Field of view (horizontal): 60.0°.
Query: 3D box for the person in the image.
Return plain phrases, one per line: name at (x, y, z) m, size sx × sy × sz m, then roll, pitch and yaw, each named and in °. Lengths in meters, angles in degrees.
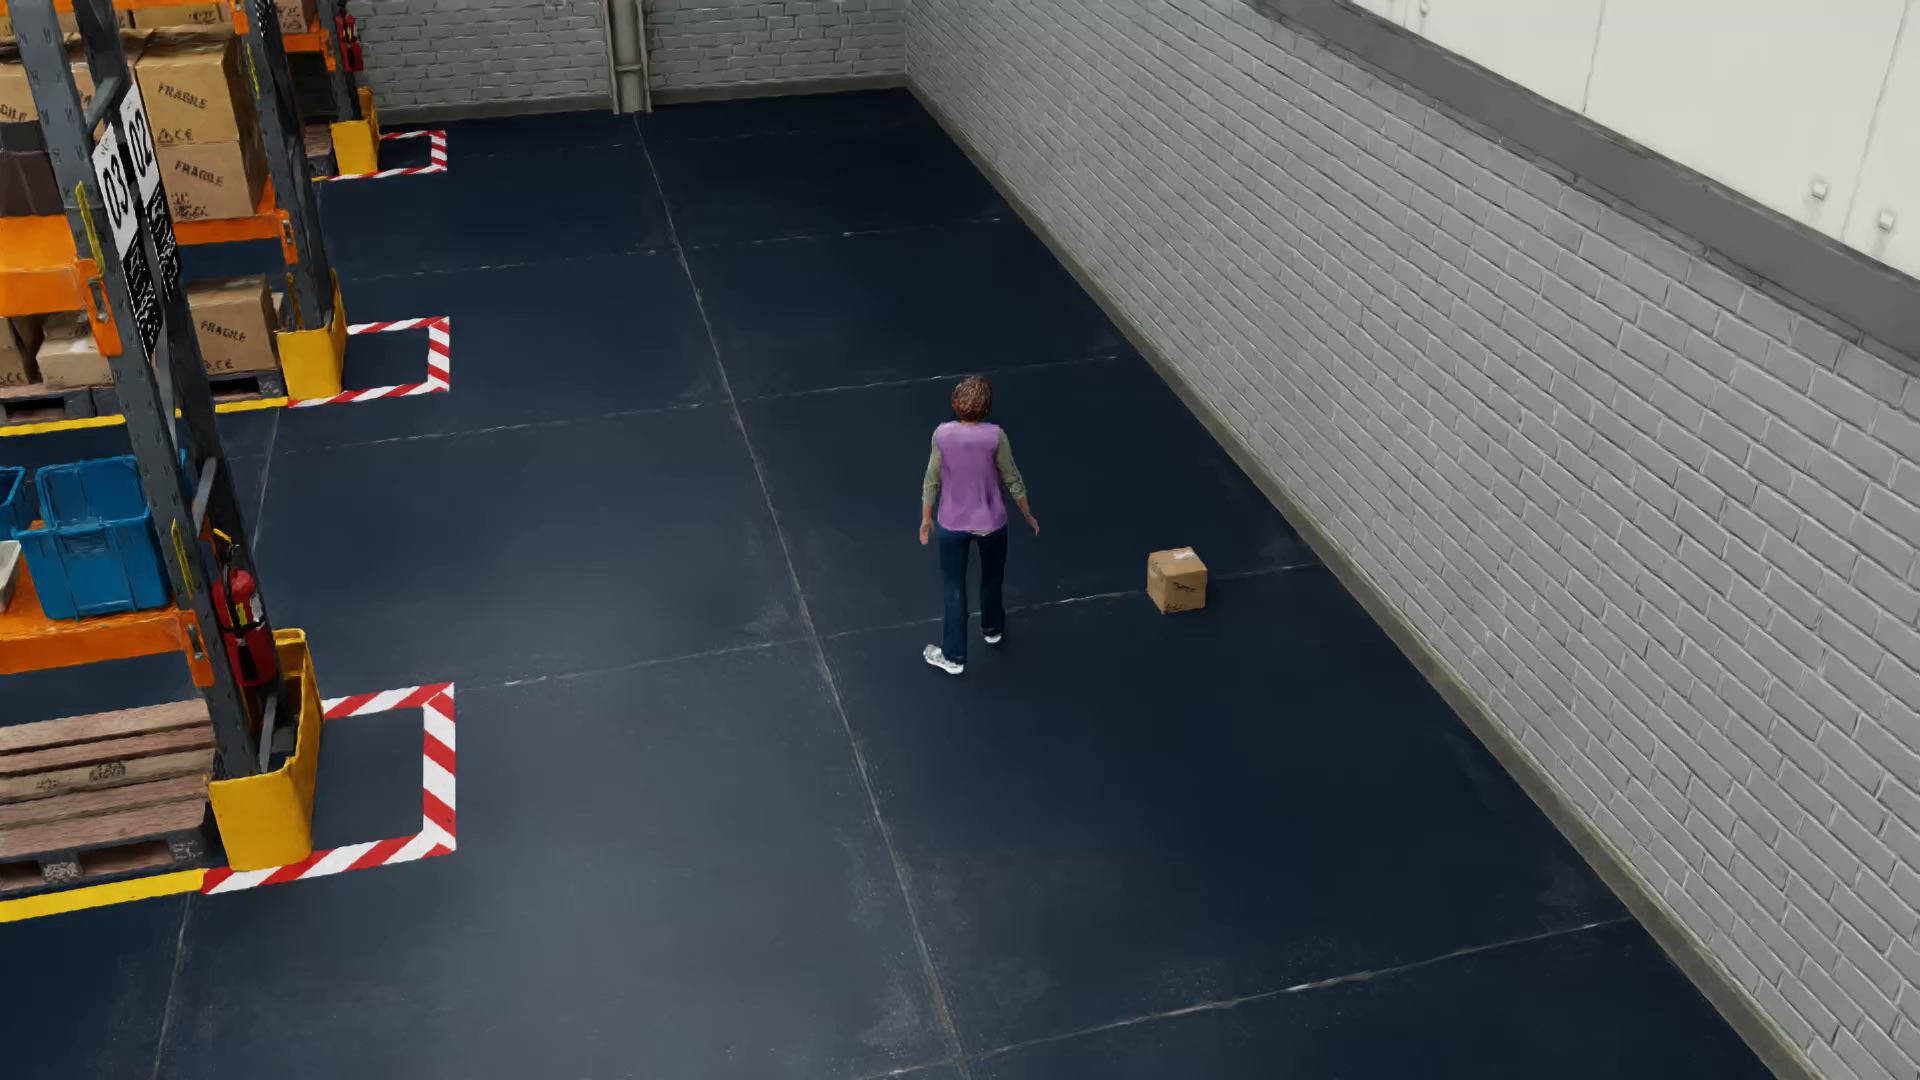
person at (0.097, -0.118, 8.400) m, size 0.604 × 1.591 × 0.572 m, roll 0°, pitch 31°, yaw 1°
